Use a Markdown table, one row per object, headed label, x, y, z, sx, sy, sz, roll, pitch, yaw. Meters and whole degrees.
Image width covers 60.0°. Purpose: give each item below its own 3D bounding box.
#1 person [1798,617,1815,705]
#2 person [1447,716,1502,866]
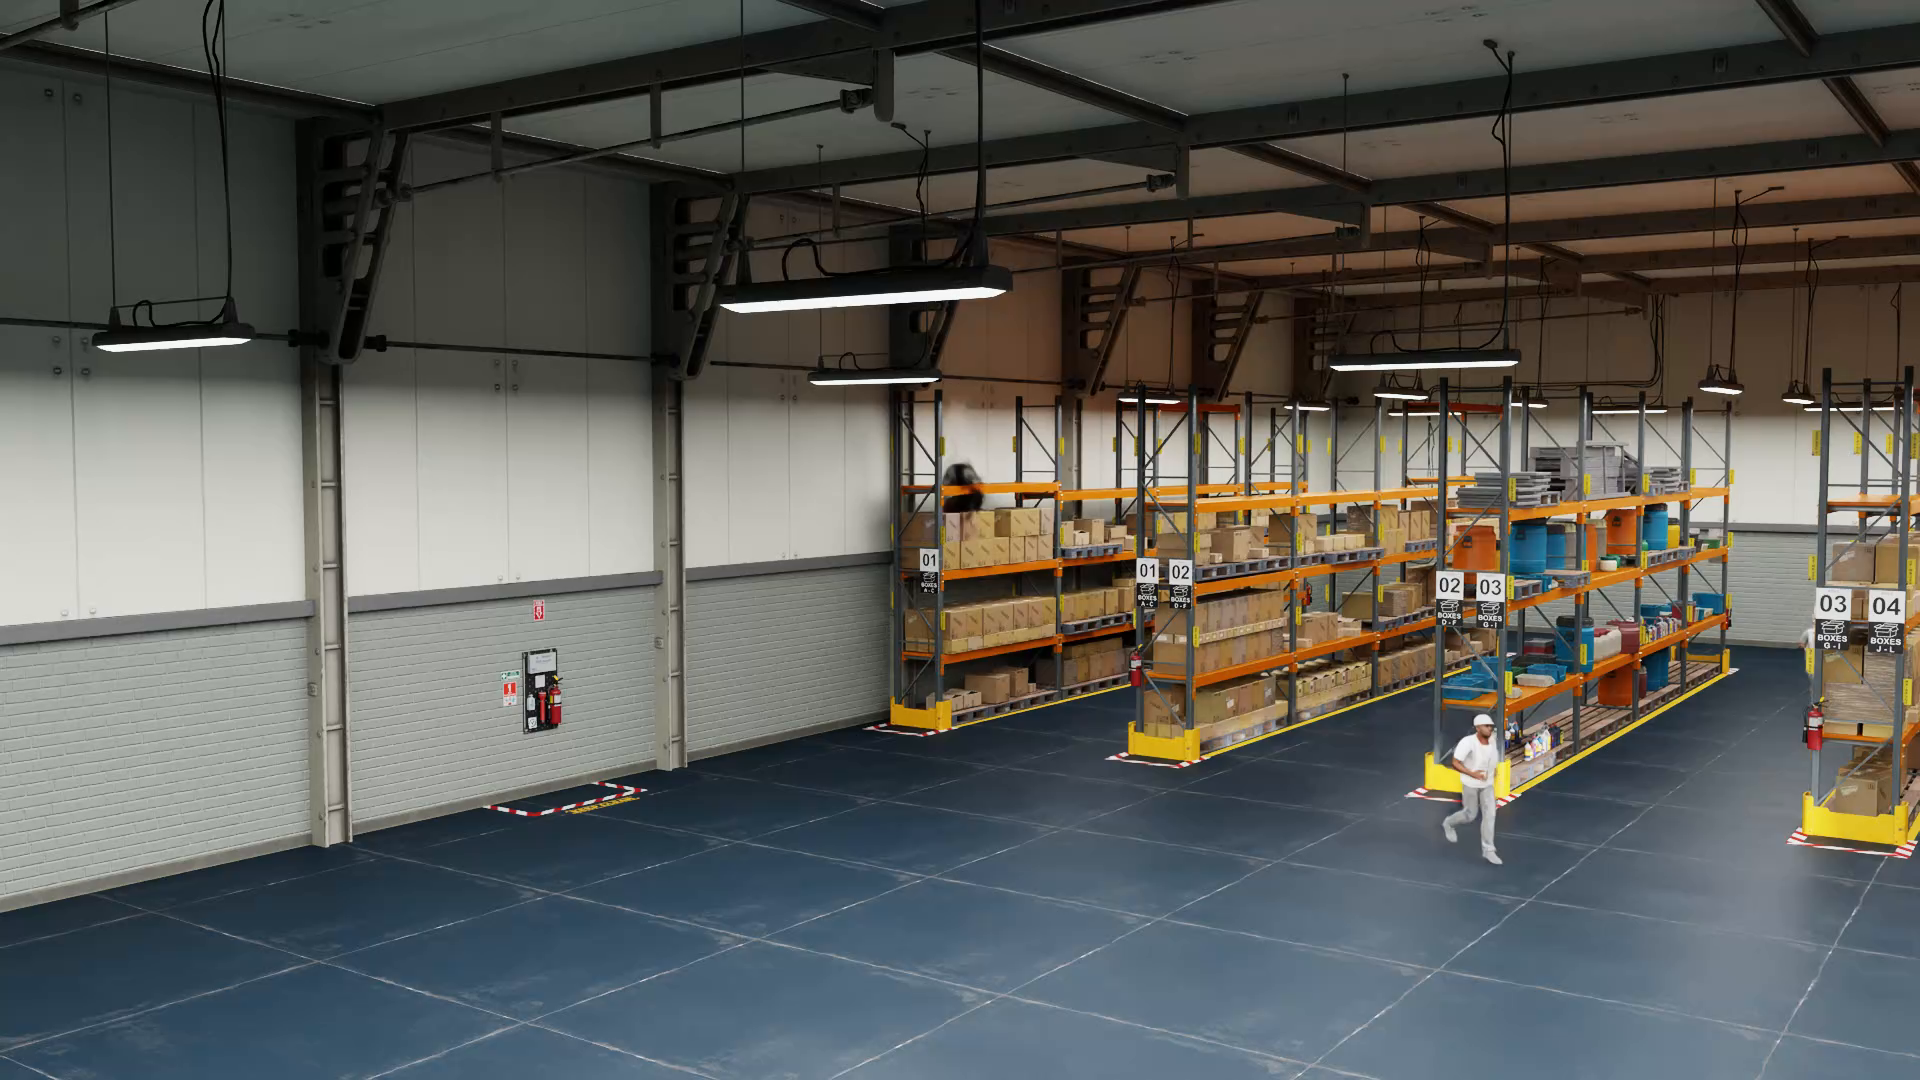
| label | x | y | z | sx | sy | sz | roll | pitch | yaw |
| --- | --- | --- | --- | --- | --- | --- | --- | --- | --- |
| person | 16.264 | 2.340 | 31.562 | 0.659 | 1.838 | 0.816 | 2 | 4 | 29 |
| person | 6.306 | 2.997 | 20.235 | 0.725 | 1.750 | 0.948 | -2 | 4 | -25 |
